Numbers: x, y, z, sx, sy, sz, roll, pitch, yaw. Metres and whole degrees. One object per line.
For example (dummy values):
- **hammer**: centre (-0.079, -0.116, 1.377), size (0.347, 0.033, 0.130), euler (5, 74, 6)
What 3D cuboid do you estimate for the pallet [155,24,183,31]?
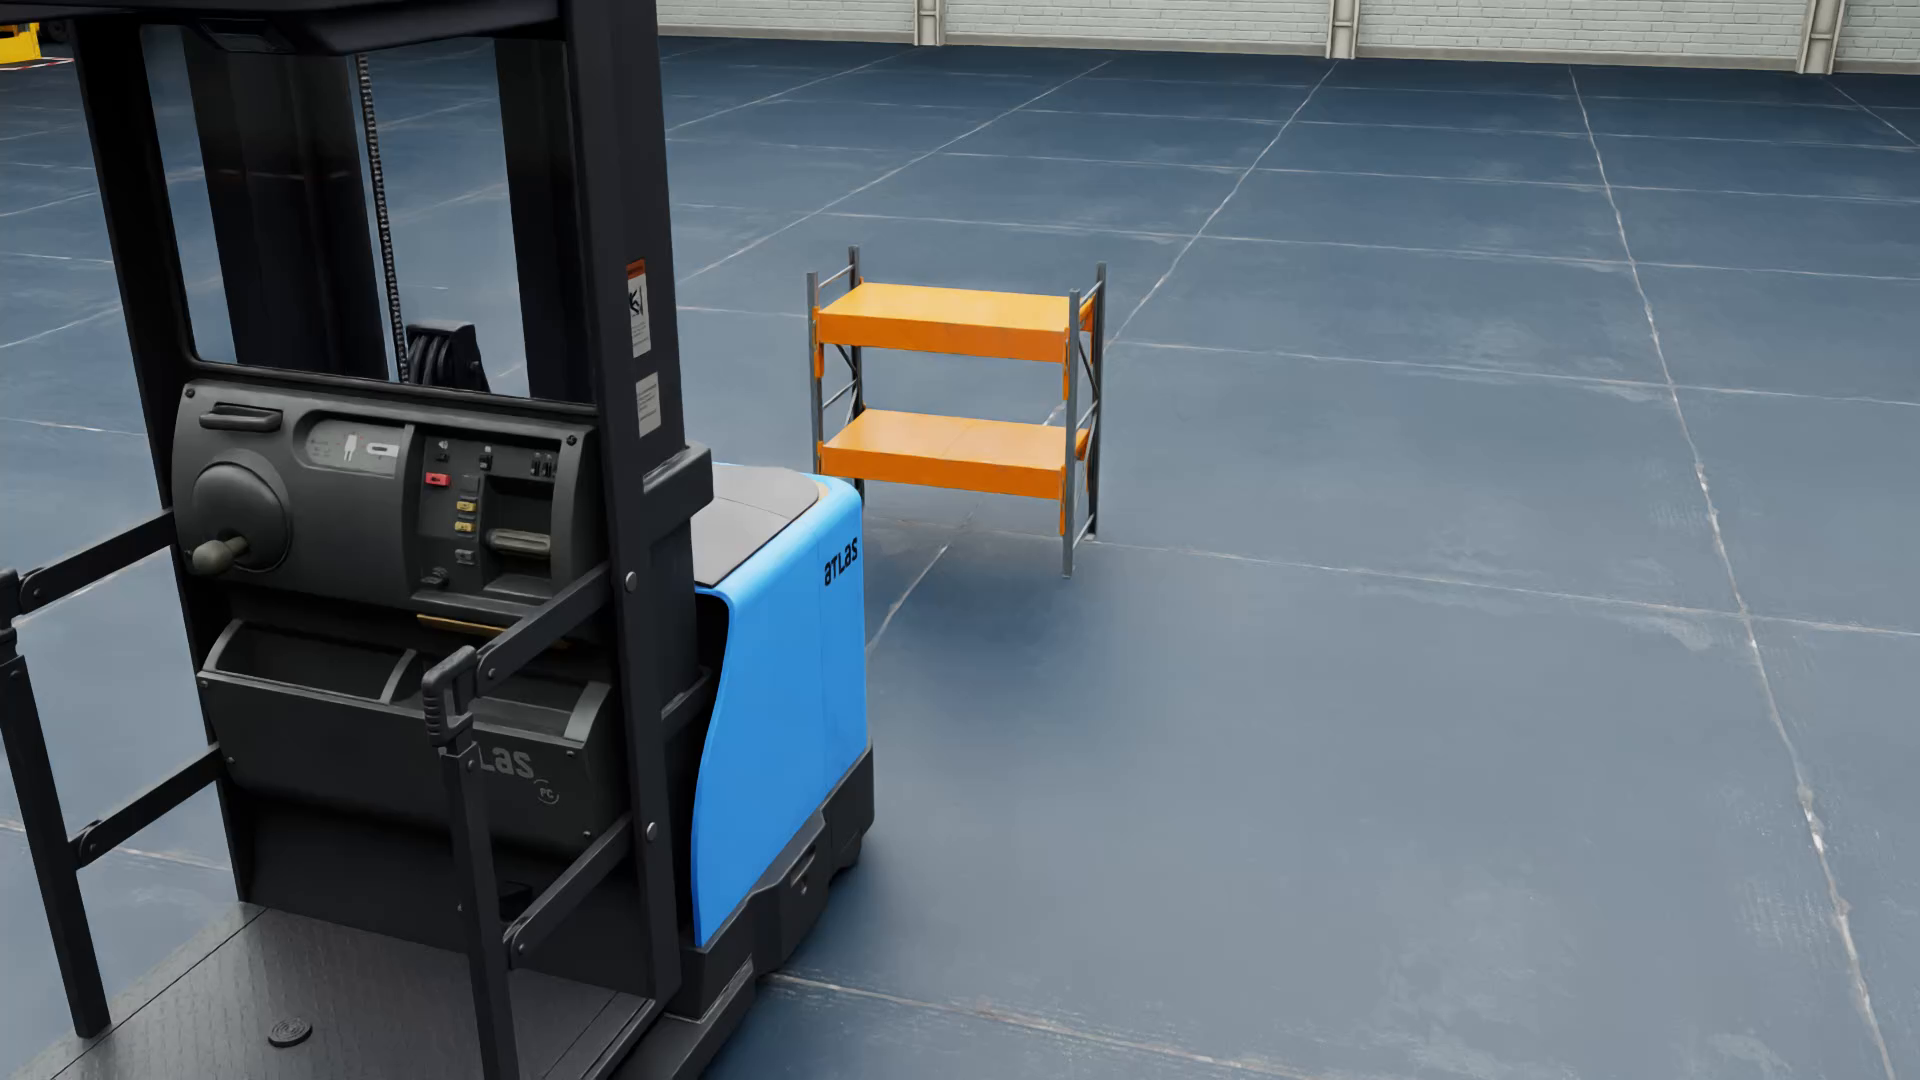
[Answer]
- **pallet**: centre (-12.274, -8.444, 27.077), size (1.213, 0.211, 1.003), euler (7, 23, 16)

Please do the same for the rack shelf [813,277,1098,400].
- **rack shelf**: centre (-0.006, -0.792, 6.447), size (1.000, 0.278, 0.538), euler (7, 23, 16)

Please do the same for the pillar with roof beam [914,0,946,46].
- **pillar with roof beam**: centre (-1.691, -9.965, 19.206), size (0.400, 9.000, 9.100), euler (7, 23, 16)

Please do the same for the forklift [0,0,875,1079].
- **forklift**: centre (-1.211, -0.057, 3.047), size (1.130, 2.935, 3.031), euler (8, 24, 18)

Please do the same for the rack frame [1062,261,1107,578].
- **rack frame**: centre (0.480, -0.465, 6.422), size (0.032, 1.125, 0.500), euler (7, 23, 16)

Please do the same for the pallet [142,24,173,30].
- **pallet**: centre (-13.438, -8.578, 27.405), size (1.213, 0.211, 1.003), euler (7, 23, 15)

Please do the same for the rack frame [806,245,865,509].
- **rack frame**: centre (-0.493, -0.577, 6.694), size (0.032, 1.125, 0.500), euler (7, 23, 16)

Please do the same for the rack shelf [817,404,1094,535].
- **rack shelf**: centre (-0.006, -0.295, 6.651), size (1.000, 0.278, 0.538), euler (7, 23, 16)

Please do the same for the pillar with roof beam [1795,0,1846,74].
- **pillar with roof beam**: centre (9.797, -8.650, 15.999), size (0.400, 9.000, 9.100), euler (7, 23, 16)

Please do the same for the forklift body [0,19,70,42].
- **forklift body**: centre (-13.872, -8.818, 25.432), size (1.214, 2.155, 2.313), euler (7, 23, 16)

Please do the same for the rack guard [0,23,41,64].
- **rack guard**: centre (-13.033, -6.713, 22.478), size (0.348, 0.500, 1.175), euler (7, 23, 16)

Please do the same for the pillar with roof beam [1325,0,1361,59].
- **pillar with roof beam**: centre (4.053, -9.307, 17.603), size (0.400, 9.000, 9.100), euler (7, 23, 16)

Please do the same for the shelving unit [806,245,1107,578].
- **shelving unit**: centre (-0.006, -0.521, 6.558), size (1.048, 1.125, 0.538), euler (7, 23, 16)

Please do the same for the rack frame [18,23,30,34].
- **rack frame**: centre (-12.960, -7.862, 21.983), size (0.127, 3.000, 1.000), euler (7, 23, 16)
